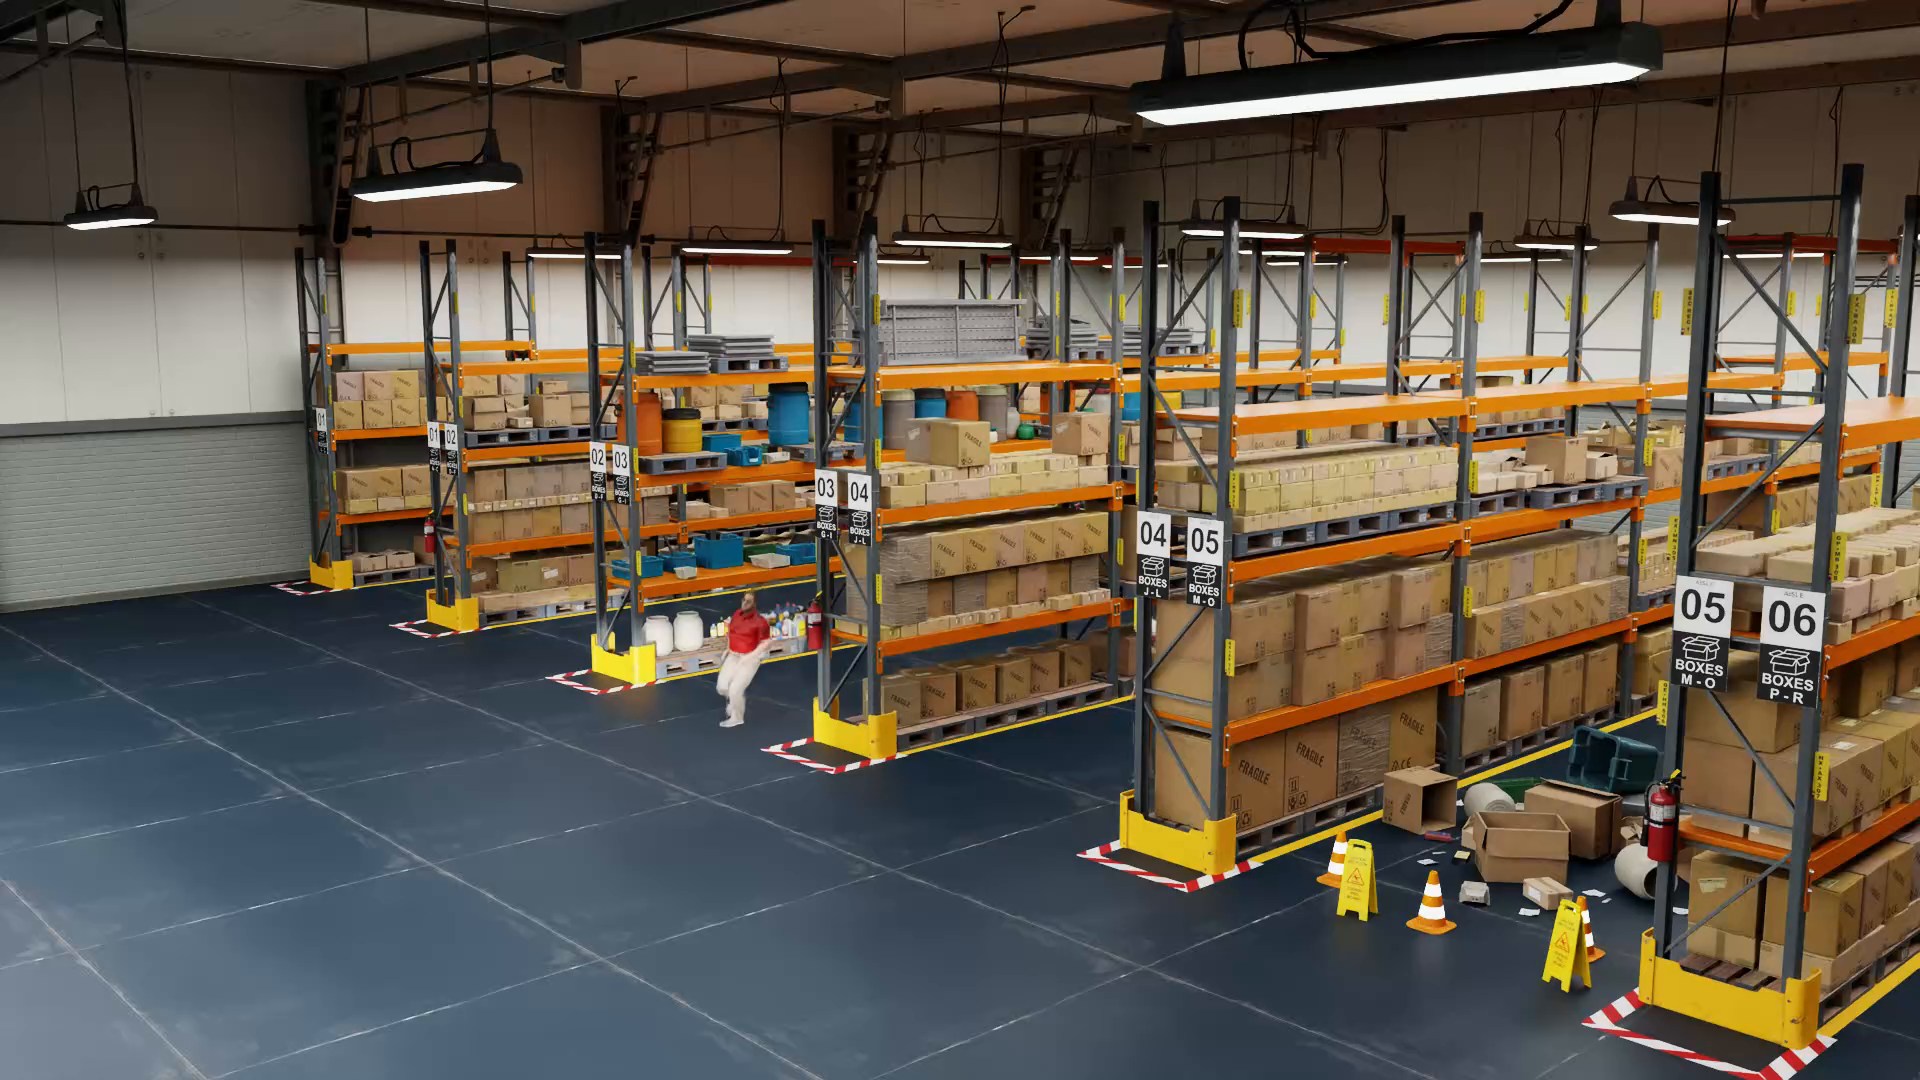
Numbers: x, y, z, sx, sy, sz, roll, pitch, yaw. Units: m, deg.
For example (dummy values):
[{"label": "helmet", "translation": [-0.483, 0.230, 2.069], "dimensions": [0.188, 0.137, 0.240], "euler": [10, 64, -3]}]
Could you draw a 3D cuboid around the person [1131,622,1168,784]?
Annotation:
[{"label": "person", "translation": [2.160, 1.721, 17.913], "dimensions": [0.836, 1.755, 0.671], "euler": [-7, 11, -40]}]

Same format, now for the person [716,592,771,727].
[{"label": "person", "translation": [-2.606, 1.443, 19.908], "dimensions": [0.701, 1.650, 0.535], "euler": [5, 10, 30]}]
